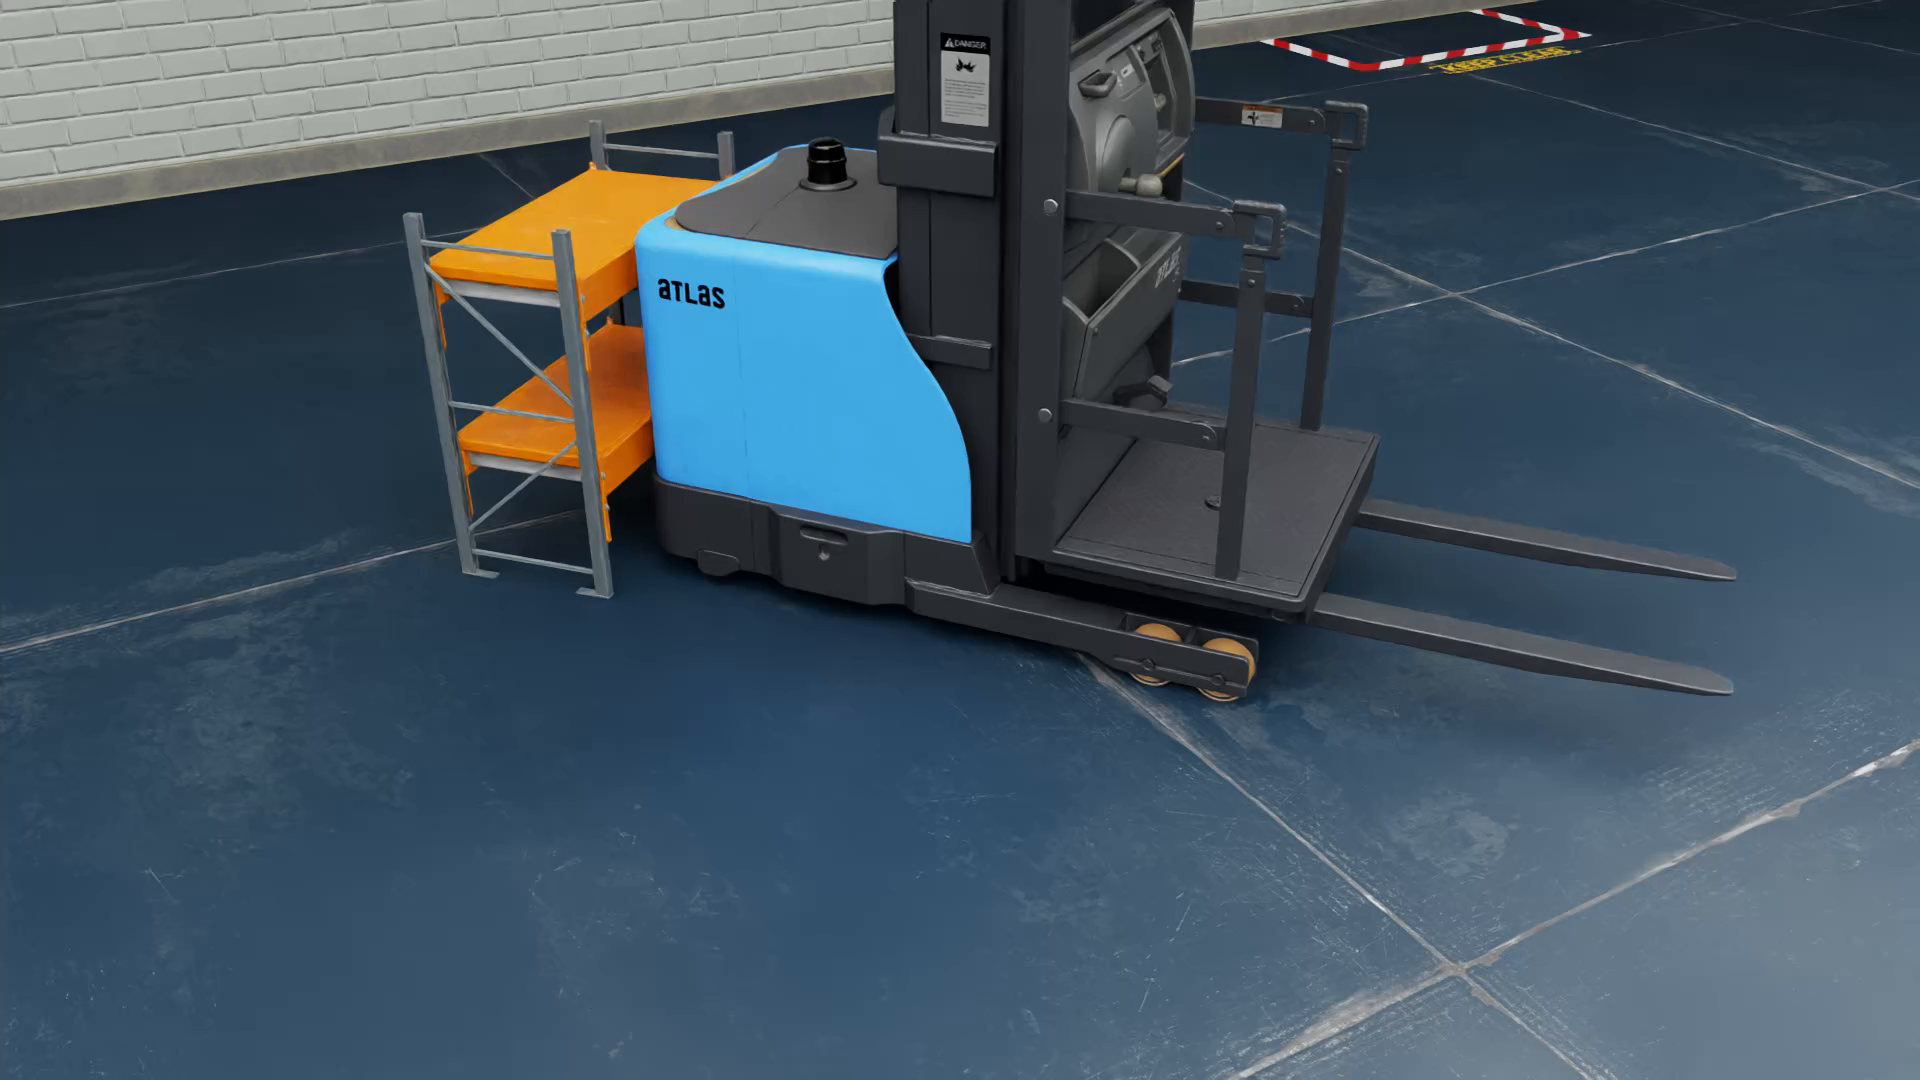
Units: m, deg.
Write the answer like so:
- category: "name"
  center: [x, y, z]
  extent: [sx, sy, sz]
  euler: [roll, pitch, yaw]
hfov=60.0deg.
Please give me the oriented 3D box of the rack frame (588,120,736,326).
- category: "rack frame"
  center: [-0.958, -0.827, 5.583]
  extent: [0.500, 1.125, 0.032]
  euler: [9, 30, 16]

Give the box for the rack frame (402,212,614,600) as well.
- category: "rack frame"
  center: [-1.274, -0.360, 4.737]
  extent: [0.500, 1.125, 0.032]
  euler: [9, 30, 16]

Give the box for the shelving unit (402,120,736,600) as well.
- category: "shelving unit"
  center: [-1.116, -0.593, 5.160]
  extent: [0.538, 1.125, 1.048]
  euler: [9, 30, 16]

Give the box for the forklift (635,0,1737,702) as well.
- category: "forklift"
  center: [0.643, -1.142, 4.286]
  extent: [3.031, 2.935, 1.130]
  euler: [12, 31, 20]

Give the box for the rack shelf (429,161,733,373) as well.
- category: "rack shelf"
  center: [-1.116, -0.850, 5.019]
  extent: [0.538, 0.278, 1.000]
  euler: [9, 30, 16]

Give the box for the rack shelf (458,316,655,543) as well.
- category: "rack shelf"
  center: [-1.115, -0.379, 5.278]
  extent: [0.538, 0.278, 1.000]
  euler: [9, 30, 16]
